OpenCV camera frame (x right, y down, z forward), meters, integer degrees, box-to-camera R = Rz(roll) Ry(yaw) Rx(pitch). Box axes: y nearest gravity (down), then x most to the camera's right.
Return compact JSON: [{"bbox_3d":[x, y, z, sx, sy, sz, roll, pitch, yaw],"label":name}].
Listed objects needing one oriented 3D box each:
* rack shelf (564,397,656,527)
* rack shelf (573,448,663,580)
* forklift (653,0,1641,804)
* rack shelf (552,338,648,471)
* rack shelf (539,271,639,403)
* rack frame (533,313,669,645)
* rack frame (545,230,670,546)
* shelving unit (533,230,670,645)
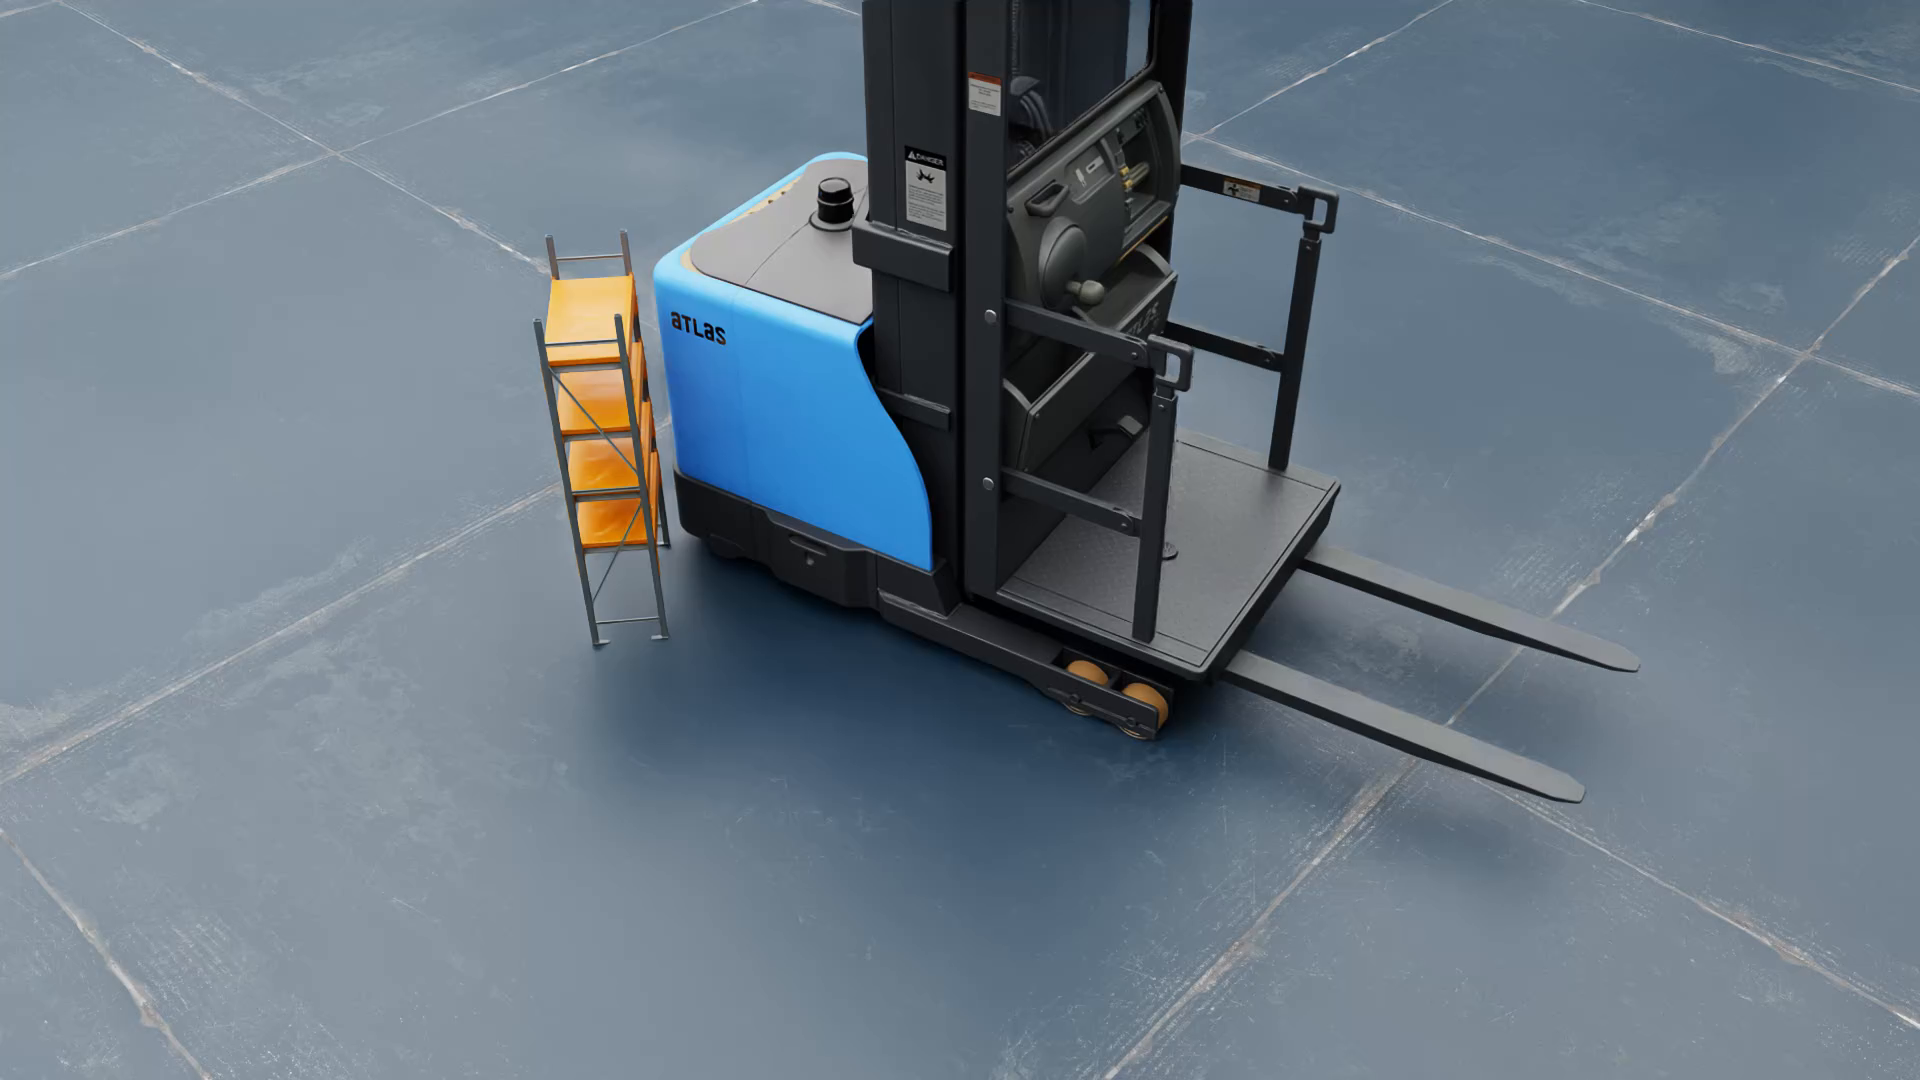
[{"bbox_3d":[-1.088,-0.244,5.201,0.258,0.148,0.480,-4,39,-6],"label":"rack shelf"},{"bbox_3d":[-1.088,-0.089,5.325,0.258,0.148,0.480,-4,39,-6],"label":"rack shelf"},{"bbox_3d":[0.562,-0.930,4.565,3.031,2.935,1.130,21,43,24],"label":"forklift"},{"bbox_3d":[-1.088,-0.419,5.062,0.258,0.148,0.480,-4,39,-6],"label":"rack shelf"},{"bbox_3d":[-1.088,-0.604,4.915,0.258,0.148,0.480,-4,39,-6],"label":"rack shelf"},{"bbox_3d":[-1.058,-0.146,4.970,0.240,1.200,0.015,-4,39,-6],"label":"rack frame"},{"bbox_3d":[-1.119,-0.448,5.349,0.240,1.200,0.015,-4,39,-6],"label":"rack frame"},{"bbox_3d":[-1.088,-0.297,5.159,0.258,1.200,0.503,-4,39,-6],"label":"shelving unit"}]
